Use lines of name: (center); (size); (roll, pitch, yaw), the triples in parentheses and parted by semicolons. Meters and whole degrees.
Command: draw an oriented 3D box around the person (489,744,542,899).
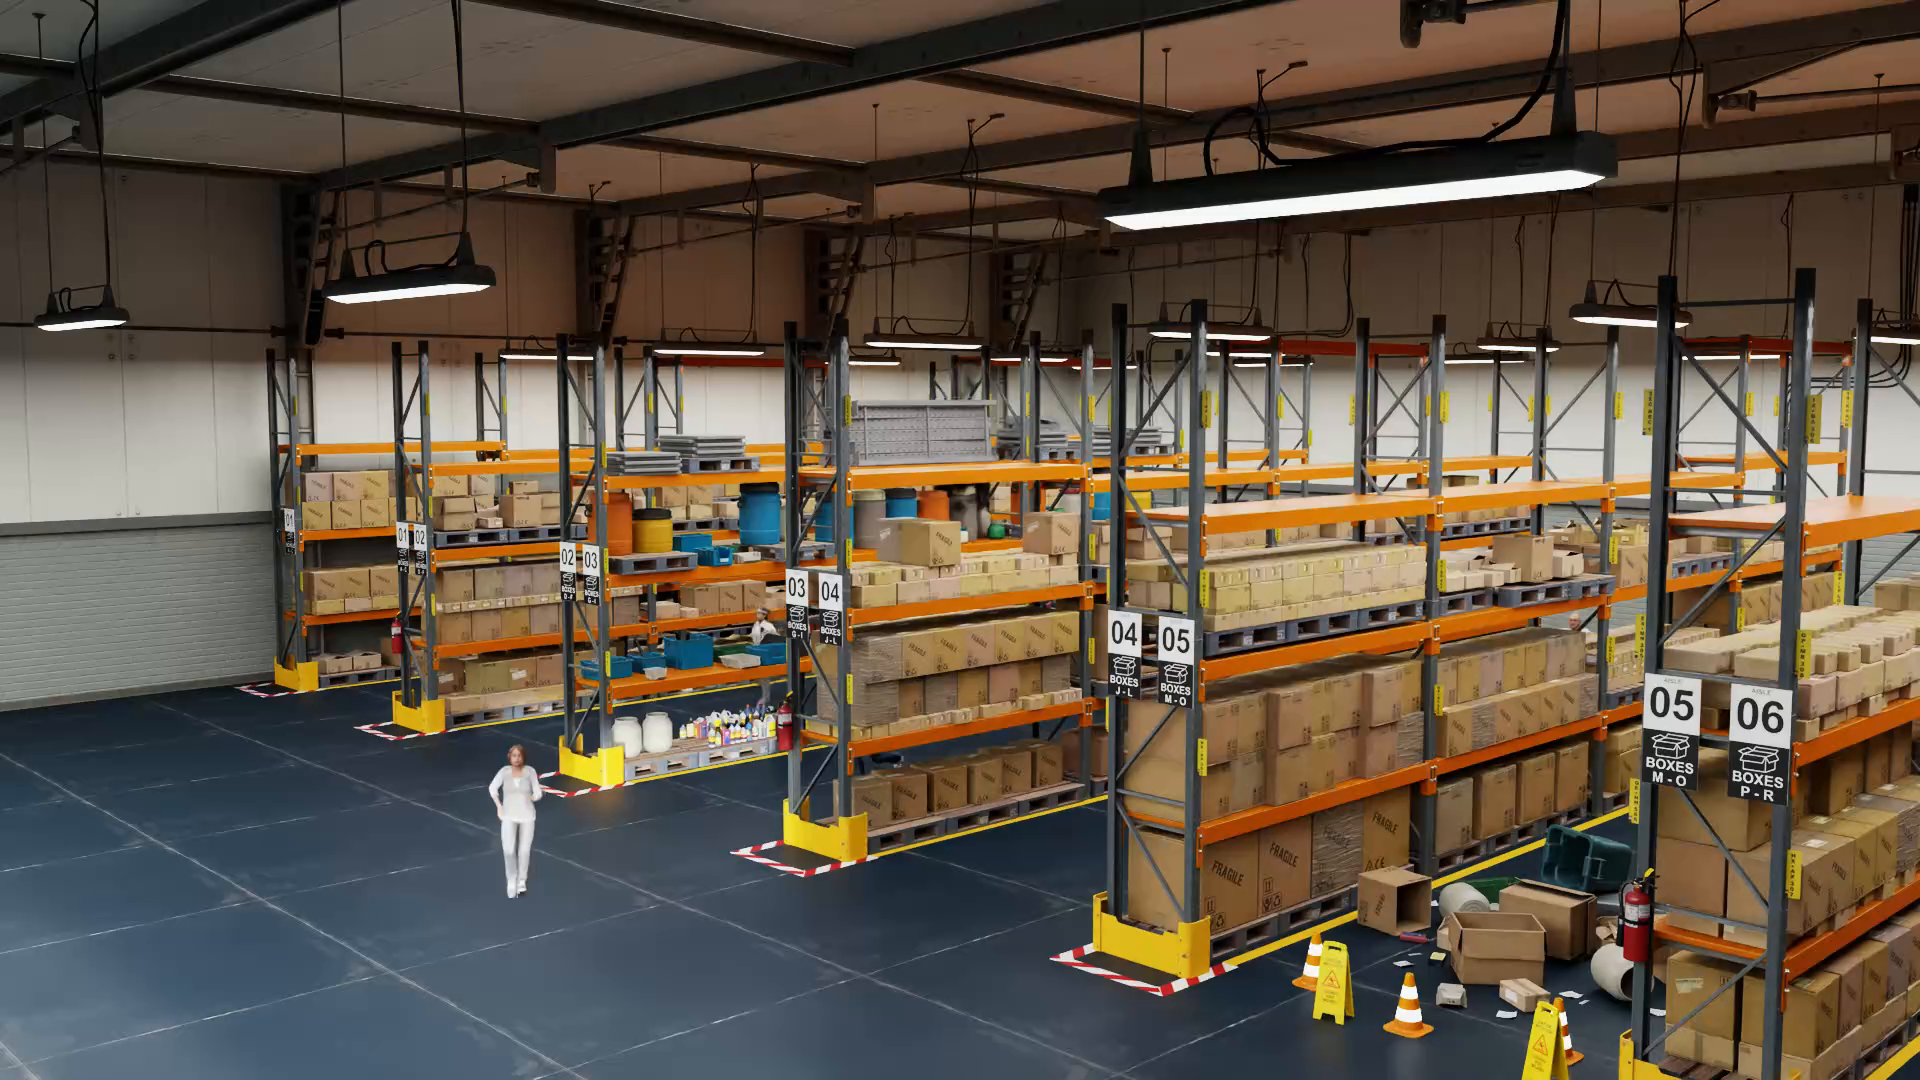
person: (-4.552, 2.895, 17.078); (0.520, 1.588, 0.613); (-2, 5, -17)

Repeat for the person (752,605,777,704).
person: (-3.325, 1.928, 27.948); (0.597, 1.661, 0.545); (4, 6, 38)

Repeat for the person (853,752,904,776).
person: (-1.125, 2.527, 21.706); (0.894, 1.585, 0.538); (-4, 6, -36)

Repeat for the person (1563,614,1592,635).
person: (9.593, 2.031, 26.066); (0.713, 1.776, 0.955); (3, 6, 31)
